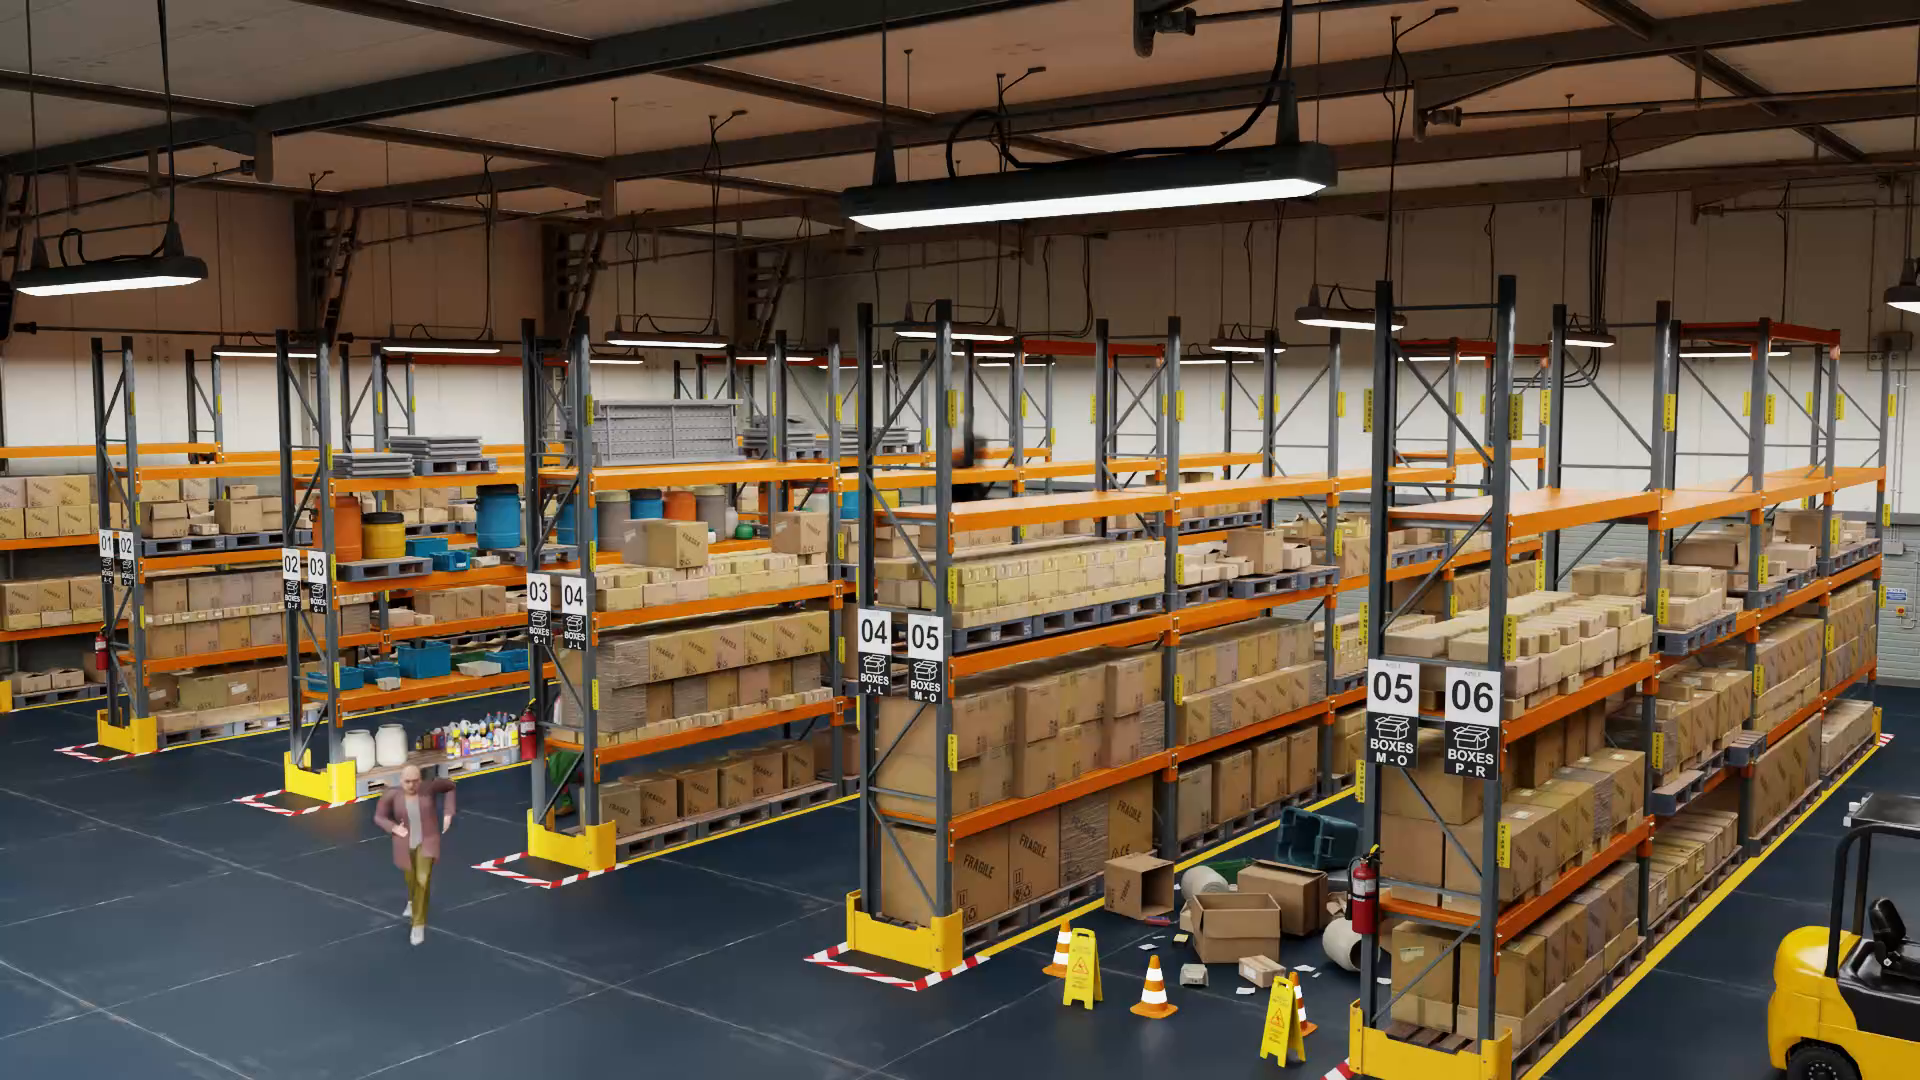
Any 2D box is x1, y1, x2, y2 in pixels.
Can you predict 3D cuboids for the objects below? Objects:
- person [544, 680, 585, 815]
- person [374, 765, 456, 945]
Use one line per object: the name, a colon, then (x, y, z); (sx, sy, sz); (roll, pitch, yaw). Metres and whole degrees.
person: (-4.825, 2.509, 20.630); (0.656, 1.745, 0.615); (3, 6, 33)
person: (-5.236, 3.012, 16.047); (0.752, 1.628, 1.072); (-1, 5, -16)
